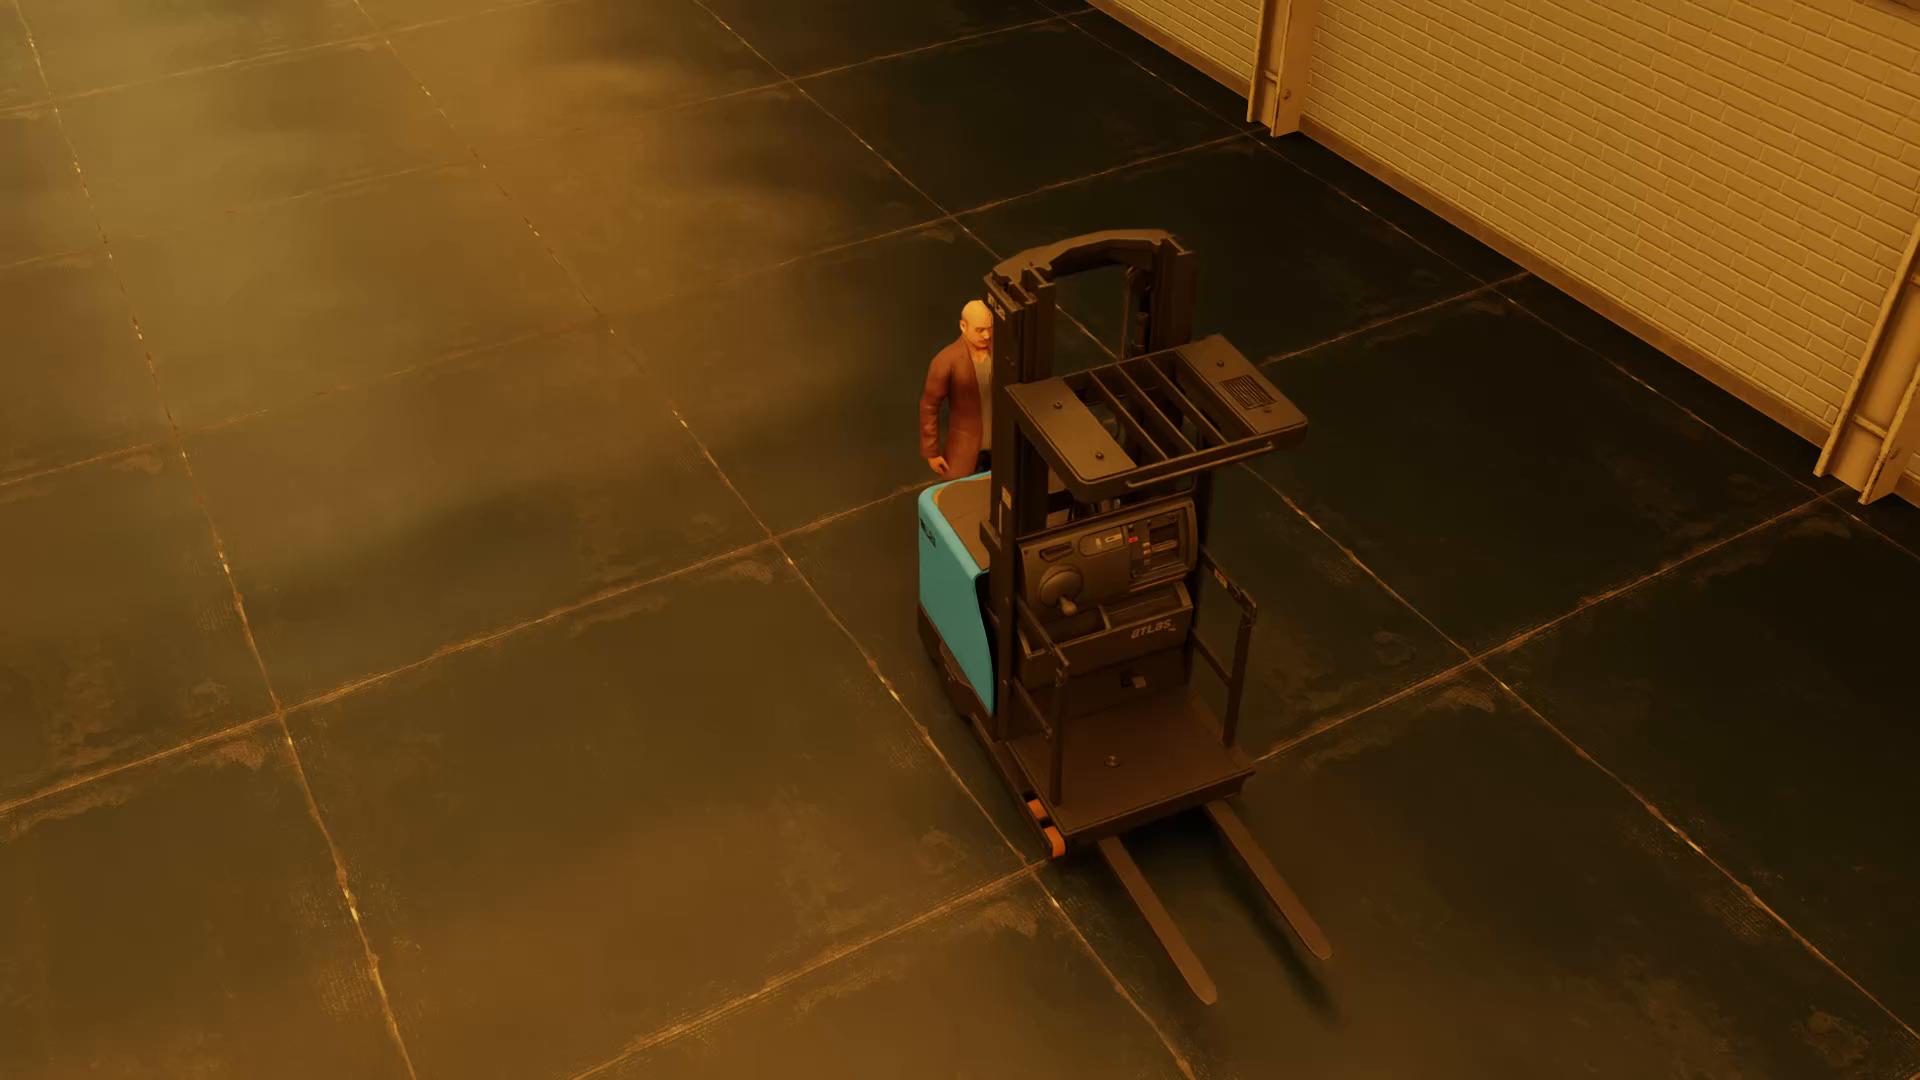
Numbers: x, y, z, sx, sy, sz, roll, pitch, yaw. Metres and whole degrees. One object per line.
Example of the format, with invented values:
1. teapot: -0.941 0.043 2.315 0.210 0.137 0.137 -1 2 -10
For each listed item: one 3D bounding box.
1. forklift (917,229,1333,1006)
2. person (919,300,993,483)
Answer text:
1. forklift: 0.811 0.162 7.841 1.130 2.935 3.031 -16 42 -18
2. person: 0.146 -0.531 9.627 0.758 1.735 0.693 -13 41 -15
